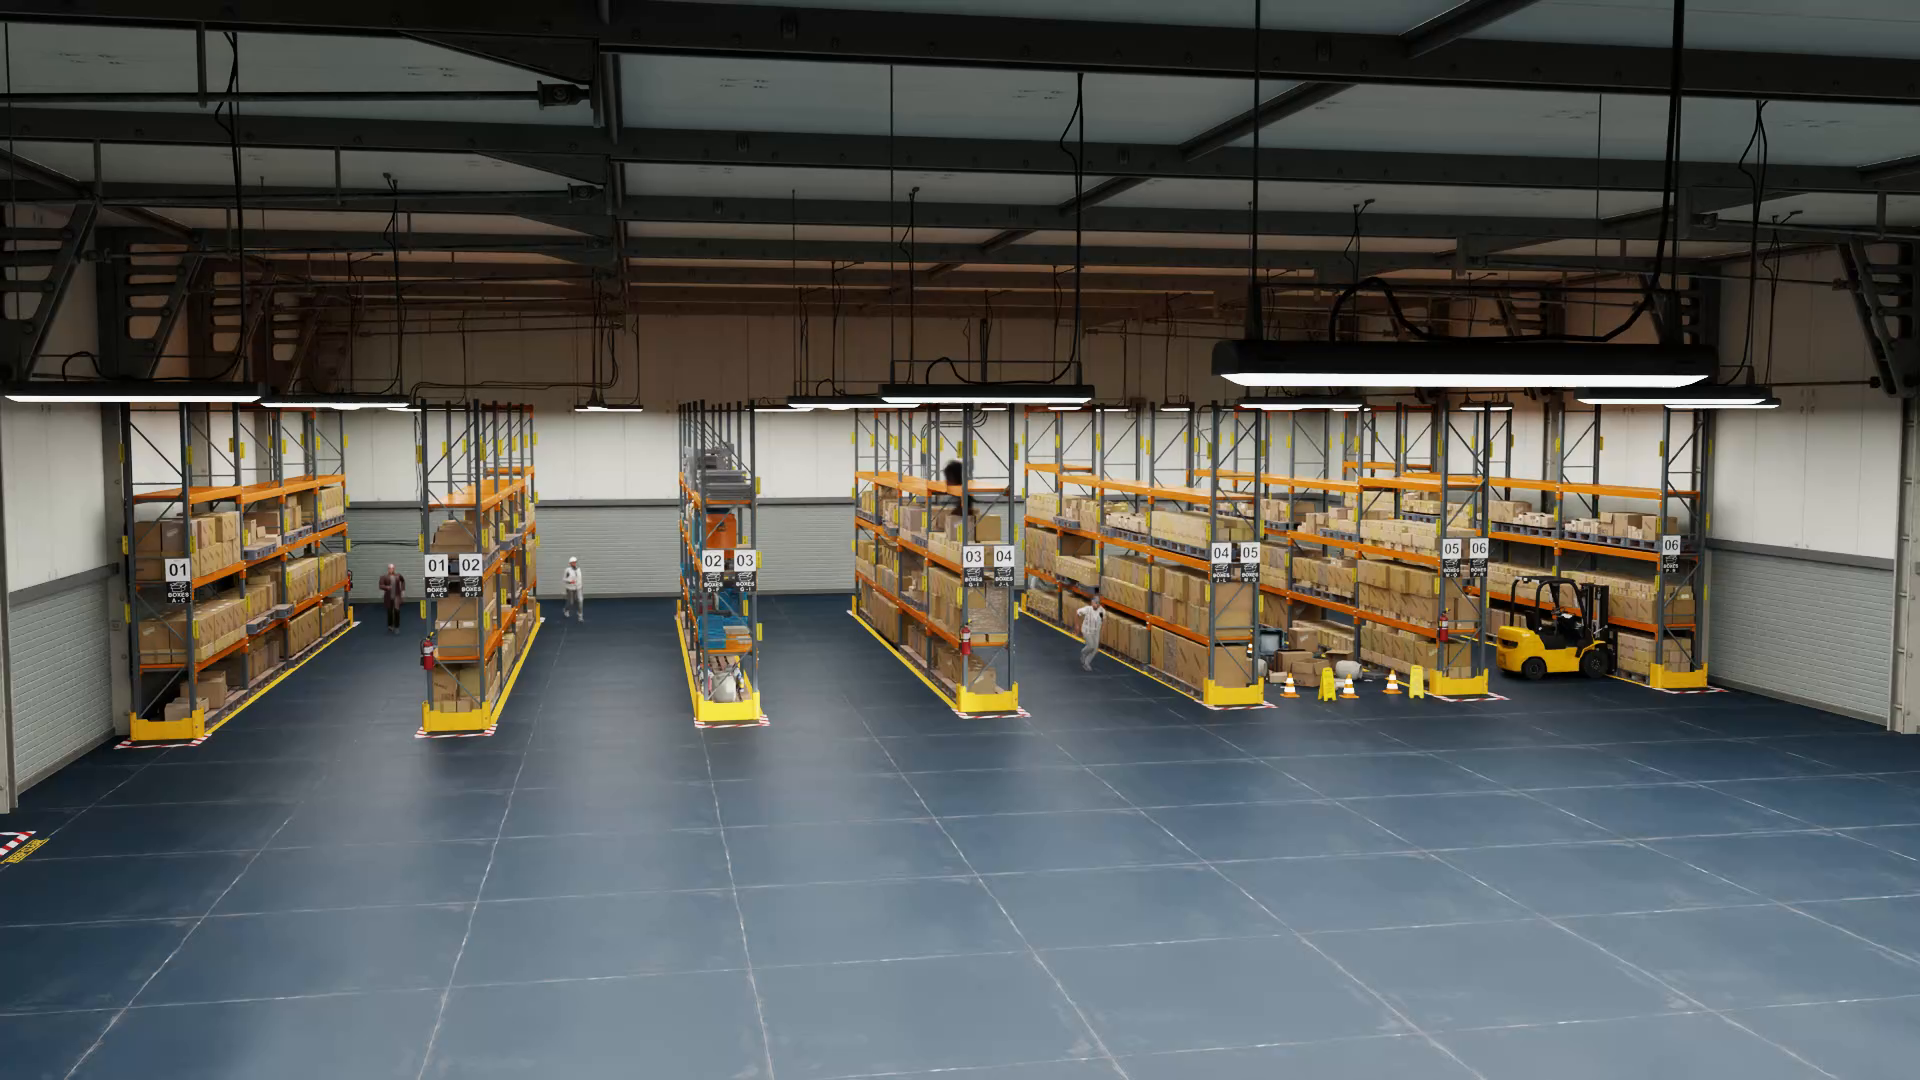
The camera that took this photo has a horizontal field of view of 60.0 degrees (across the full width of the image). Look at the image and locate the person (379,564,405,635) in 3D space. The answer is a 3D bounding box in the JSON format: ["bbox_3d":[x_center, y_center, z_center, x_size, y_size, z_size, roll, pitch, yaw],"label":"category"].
[{"bbox_3d":[-14.869,1.552,43.546,0.663,1.847,0.932,-2,5,-21],"label":"person"}]

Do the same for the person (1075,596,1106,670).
[{"bbox_3d":[2.968,2.080,37.137,0.640,1.700,0.728,-2,5,-27],"label":"person"}]

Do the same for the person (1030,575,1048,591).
[{"bbox_3d":[2.404,1.087,50.277,0.847,1.696,0.605,-4,6,-39],"label":"person"}]

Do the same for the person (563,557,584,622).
[{"bbox_3d":[-10.777,1.355,46.281,0.650,1.787,0.939,-3,5,-38],"label":"person"}]
